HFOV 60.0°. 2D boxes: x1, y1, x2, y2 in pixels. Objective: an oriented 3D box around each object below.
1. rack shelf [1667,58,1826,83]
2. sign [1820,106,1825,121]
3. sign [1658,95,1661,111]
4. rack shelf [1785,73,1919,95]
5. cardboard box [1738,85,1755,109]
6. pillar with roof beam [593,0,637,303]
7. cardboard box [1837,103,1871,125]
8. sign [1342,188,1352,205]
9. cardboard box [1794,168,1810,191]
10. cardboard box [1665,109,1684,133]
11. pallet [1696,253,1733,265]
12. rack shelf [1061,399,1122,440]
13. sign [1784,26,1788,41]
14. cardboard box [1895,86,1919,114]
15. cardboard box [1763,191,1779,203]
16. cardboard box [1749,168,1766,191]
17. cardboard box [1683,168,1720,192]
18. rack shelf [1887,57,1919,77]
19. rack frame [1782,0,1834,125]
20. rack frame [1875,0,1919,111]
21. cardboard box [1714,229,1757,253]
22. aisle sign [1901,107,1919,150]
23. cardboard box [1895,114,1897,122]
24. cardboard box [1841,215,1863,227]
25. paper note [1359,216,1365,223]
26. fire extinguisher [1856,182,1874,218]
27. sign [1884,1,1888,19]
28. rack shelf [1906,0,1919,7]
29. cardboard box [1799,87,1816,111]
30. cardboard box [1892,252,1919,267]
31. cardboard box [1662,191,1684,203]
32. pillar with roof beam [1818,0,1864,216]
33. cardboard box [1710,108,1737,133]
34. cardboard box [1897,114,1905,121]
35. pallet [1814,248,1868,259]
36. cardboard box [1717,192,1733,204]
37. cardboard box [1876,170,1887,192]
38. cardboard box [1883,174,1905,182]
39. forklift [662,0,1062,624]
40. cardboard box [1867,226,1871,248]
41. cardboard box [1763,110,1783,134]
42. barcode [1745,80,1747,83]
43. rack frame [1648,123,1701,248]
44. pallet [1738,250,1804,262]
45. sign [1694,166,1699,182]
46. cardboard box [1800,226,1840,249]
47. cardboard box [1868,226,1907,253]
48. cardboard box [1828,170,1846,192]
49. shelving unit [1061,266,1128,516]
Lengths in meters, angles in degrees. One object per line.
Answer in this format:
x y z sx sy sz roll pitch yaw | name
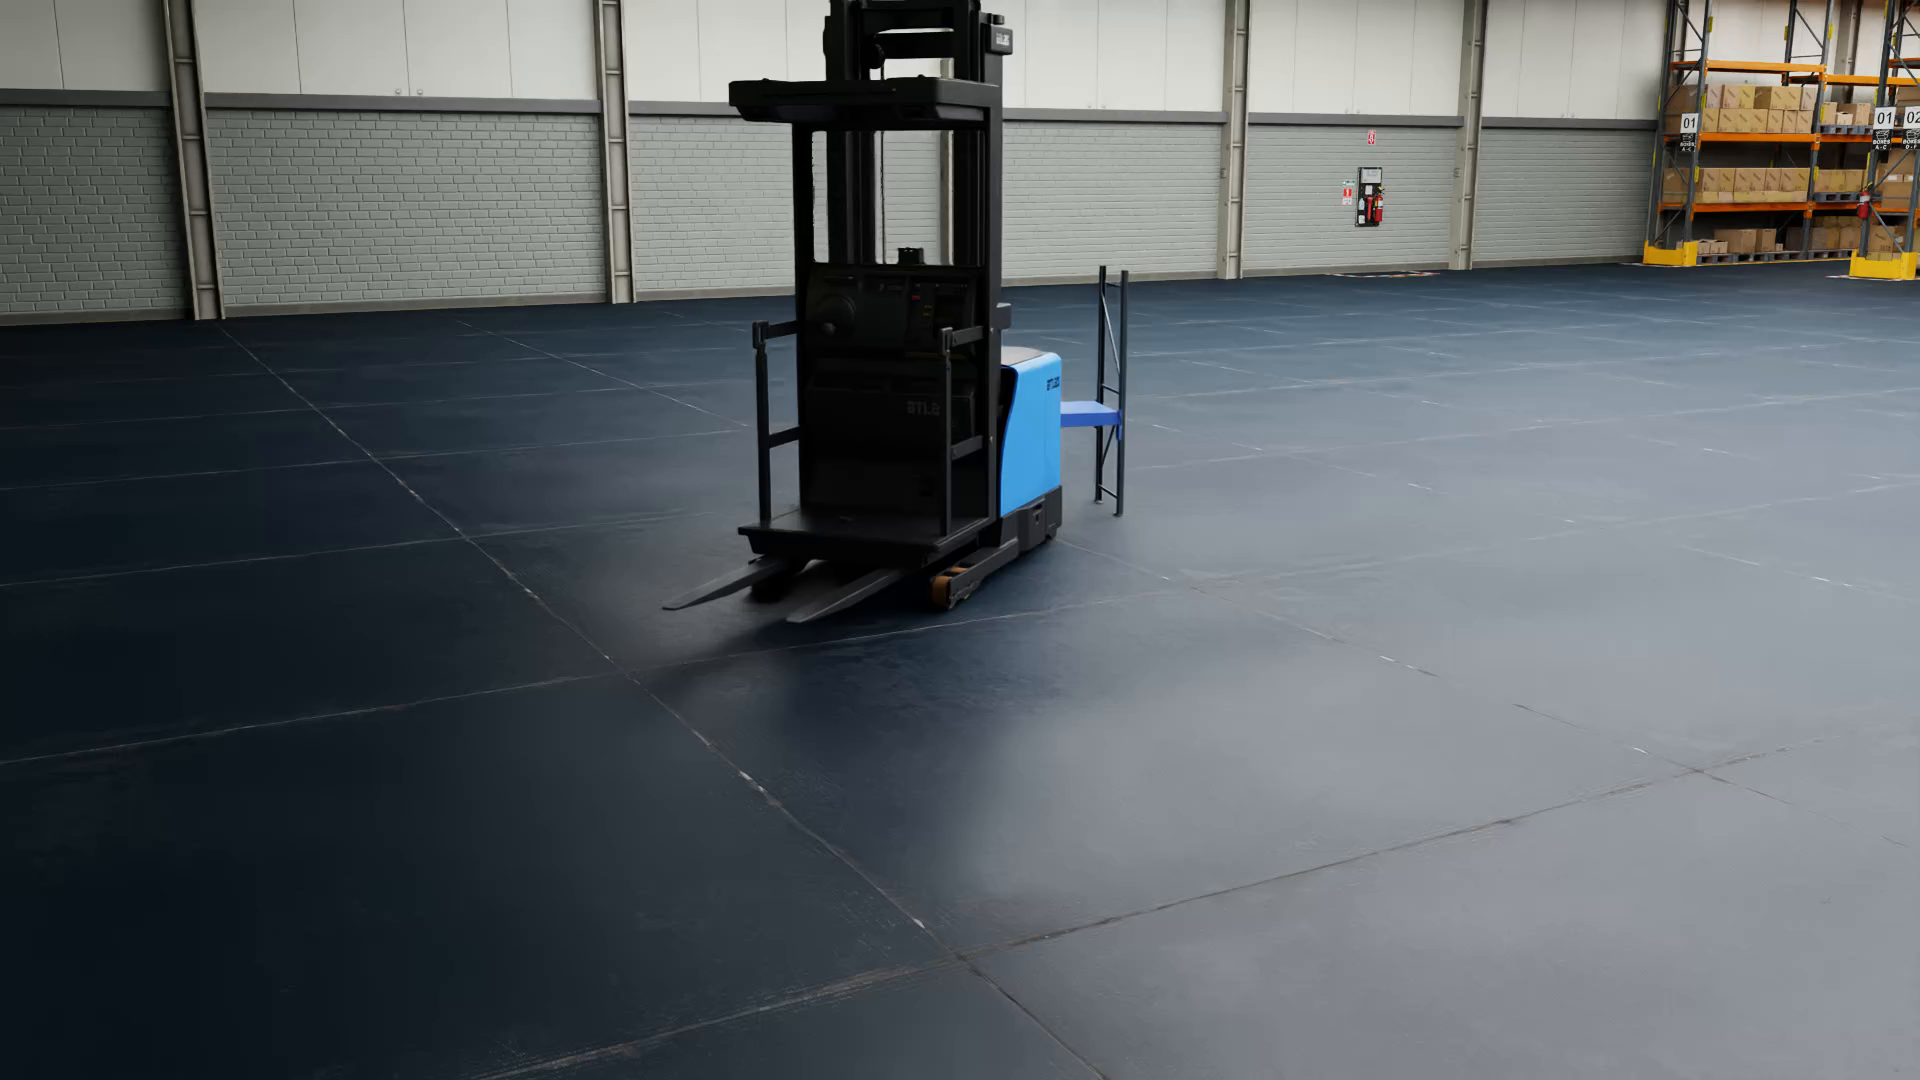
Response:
17.262 -10.297 36.515 4.000 0.370 1.077 -7 14 -28 | rack shelf
19.284 -9.545 37.182 0.005 0.325 0.100 -7 14 -28 | sign
15.258 -9.517 36.217 0.005 0.325 0.100 -7 14 -28 | sign
20.773 -10.525 38.428 4.000 0.370 1.077 -7 14 -28 | rack shelf
16.870 -9.615 36.119 0.500 0.500 0.500 -6 14 -26 | cardboard box
-3.296 -7.325 21.663 0.400 9.000 9.100 -7 14 -28 | pillar with roof beam
20.618 -9.822 38.406 0.500 0.500 0.500 -7 15 -30 | cardboard box
7.718 -6.848 33.126 0.234 0.329 0.001 -7 14 -28 | sign
18.751 -8.127 37.475 0.500 0.500 0.500 -7 14 -28 | cardboard box
15.752 -9.127 36.229 0.500 0.500 0.500 -6 14 -24 | cardboard box
16.303 -6.239 36.850 1.213 0.211 1.003 -7 14 -28 | pallet
0.443 -0.733 10.268 1.000 0.185 0.538 -3 13 -12 | rack shelf
18.747 -11.500 37.723 0.005 0.325 0.100 -7 14 -28 | sign
18.390 -8.405 31.782 0.637 0.503 0.797 -6 14 -24 | cardboard box
17.872 -7.655 37.088 0.500 0.250 0.500 -7 14 -28 | cardboard box
17.412 -7.967 36.767 0.500 0.500 0.500 -6 14 -26 | cardboard box
16.070 -7.807 36.057 0.500 0.500 0.500 -7 14 -28 | cardboard box
19.639 -9.149 32.318 4.000 0.370 1.077 -7 14 -28 | rack shelf
19.018 -10.860 37.370 0.127 3.000 1.000 -7 14 -28 | rack frame
17.884 -9.485 31.260 0.127 3.000 1.000 -7 14 -28 | rack frame
17.325 -6.691 37.198 0.500 0.500 0.700 -8 15 -31 | cardboard box
17.973 -7.761 31.341 0.004 0.787 0.394 -7 14 -28 | aisle sign
21.786 -9.845 39.417 0.500 0.500 0.500 -7 14 -28 | cardboard box
20.942 -7.526 39.204 0.500 0.250 0.500 -7 14 -28 | cardboard box
8.064 -6.434 33.373 0.142 0.148 0.016 -7 14 -28 | paper note
17.557 -6.598 32.270 0.183 0.674 0.296 -7 14 -28 | fire extinguisher
17.636 -10.086 31.620 0.005 0.325 0.100 -7 14 -28 | sign
24.284 -12.762 39.889 4.000 0.370 1.077 -7 14 -28 | rack shelf
18.708 -9.838 37.110 0.500 0.500 0.500 -8 15 -33 | cardboard box
18.461 -5.435 32.235 0.500 0.250 0.500 -7 14 -28 | cardboard box
15.824 -7.536 36.558 0.500 0.250 0.500 -7 14 -27 | cardboard box
23.036 -10.481 35.687 0.400 9.000 9.100 -7 14 -28 | pillar with roof beam
16.409 -9.071 35.979 0.500 0.500 0.500 -6 14 -24 | cardboard box
22.919 -10.142 39.782 0.500 0.500 0.700 -8 15 -32 | cardboard box
20.772 -6.784 39.275 1.213 0.211 1.003 -7 14 -28 | pallet
16.536 -7.497 36.385 0.500 0.250 0.500 -7 15 -30 | cardboard box
21.643 -8.502 39.327 0.500 0.500 0.700 -8 15 -33 | cardboard box
18.128 -7.001 32.179 0.250 0.149 0.380 -7 15 -29 | cardboard box
-0.430 -1.196 8.250 1.130 2.935 3.031 5 14 21 | forklift
21.414 -7.232 39.603 0.500 0.500 0.700 -7 14 -28 | cardboard box
17.775 -9.238 36.722 0.500 0.500 0.500 -7 15 -30 | cardboard box
17.592 -10.260 37.210 0.075 0.075 0.001 -7 14 -28 | barcode
15.507 -7.513 36.159 0.127 3.000 1.000 -7 14 -28 | rack frame
18.445 -6.496 37.991 1.213 0.211 1.003 -7 14 -28 | pallet
15.767 -7.830 35.600 0.005 0.325 0.100 -7 14 -28 | sign
20.085 -7.073 38.898 0.500 0.500 0.700 -7 15 -29 | cardboard box
18.212 -5.901 32.598 0.500 0.500 0.500 -7 14 -28 | cardboard box
19.975 -8.301 38.434 0.500 0.500 0.700 -5 14 -22 | cardboard box
0.443 -0.908 10.229 1.048 1.500 0.538 -3 13 -12 | shelving unit
